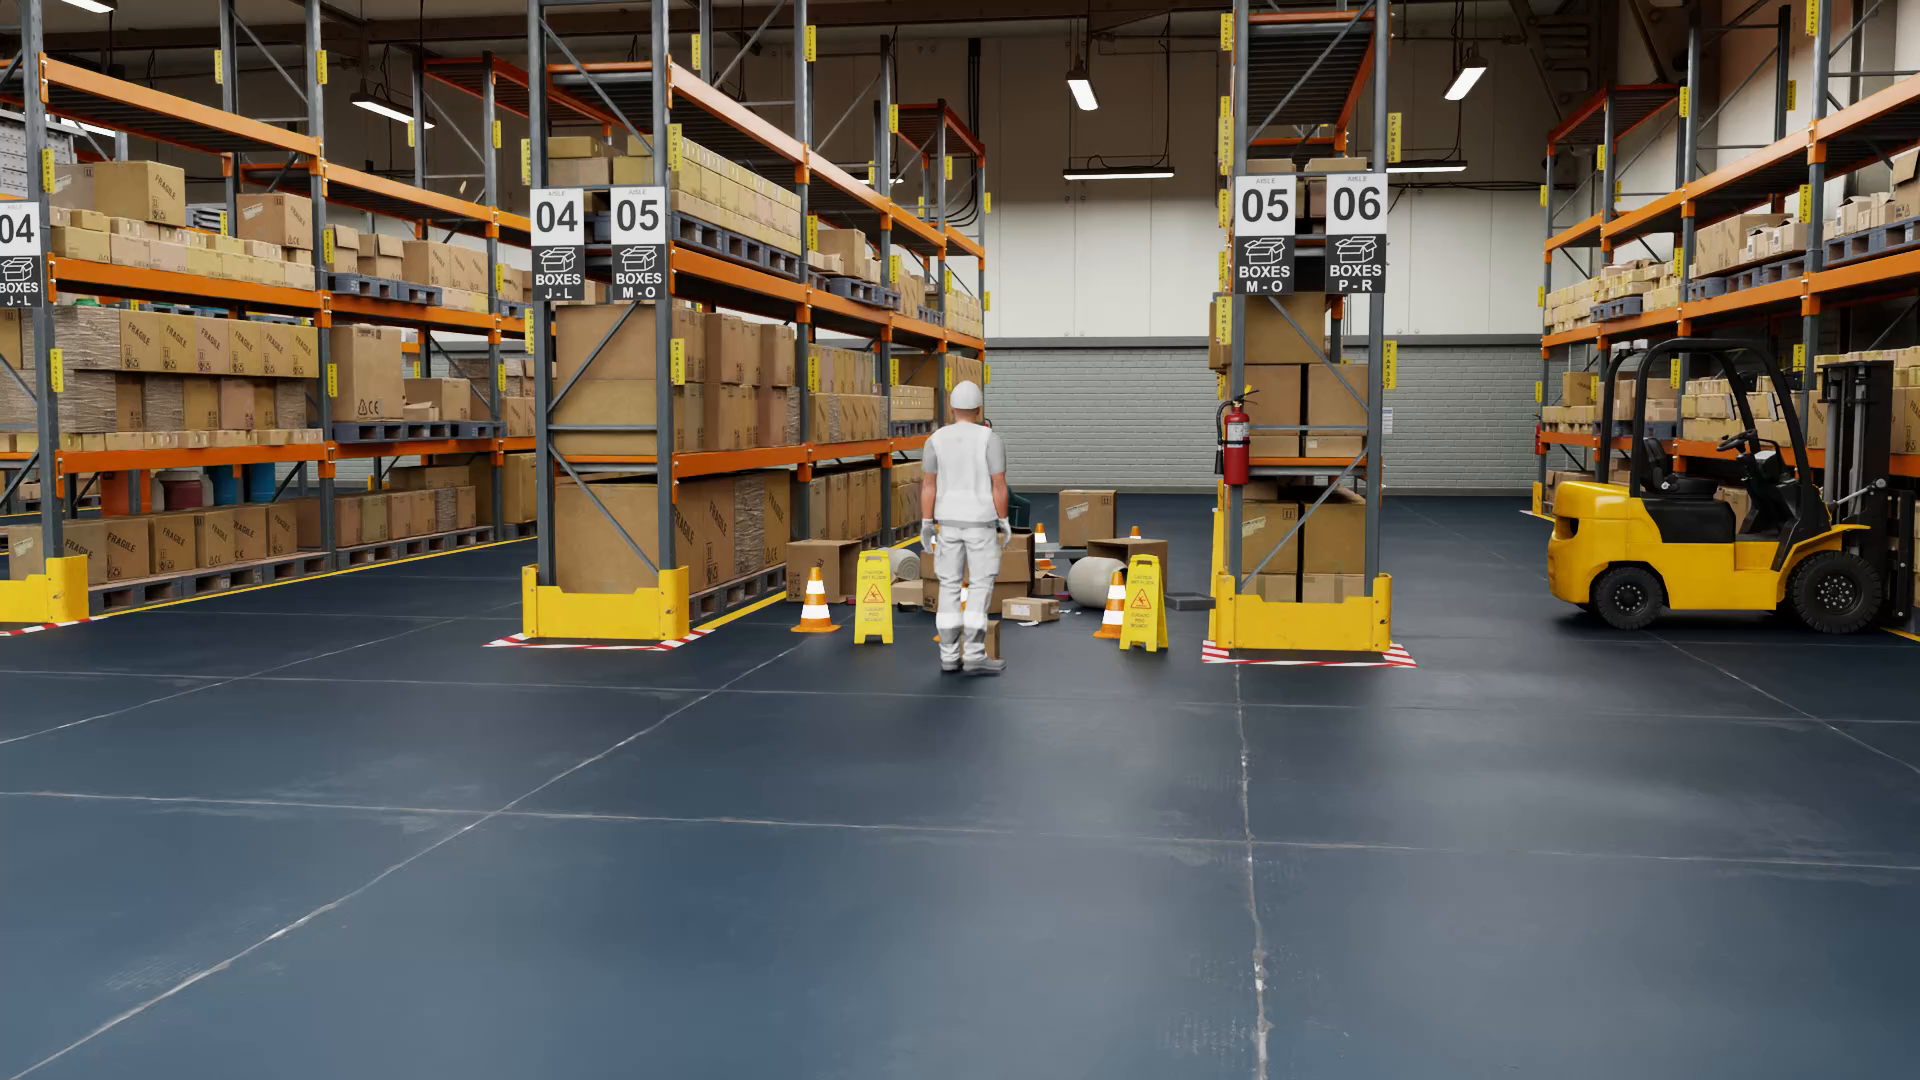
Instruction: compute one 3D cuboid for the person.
[{"bbox_3d":[0.036,-0.089,10.290,0.549,1.790,0.399,1,5,16],"label":"person"}]
